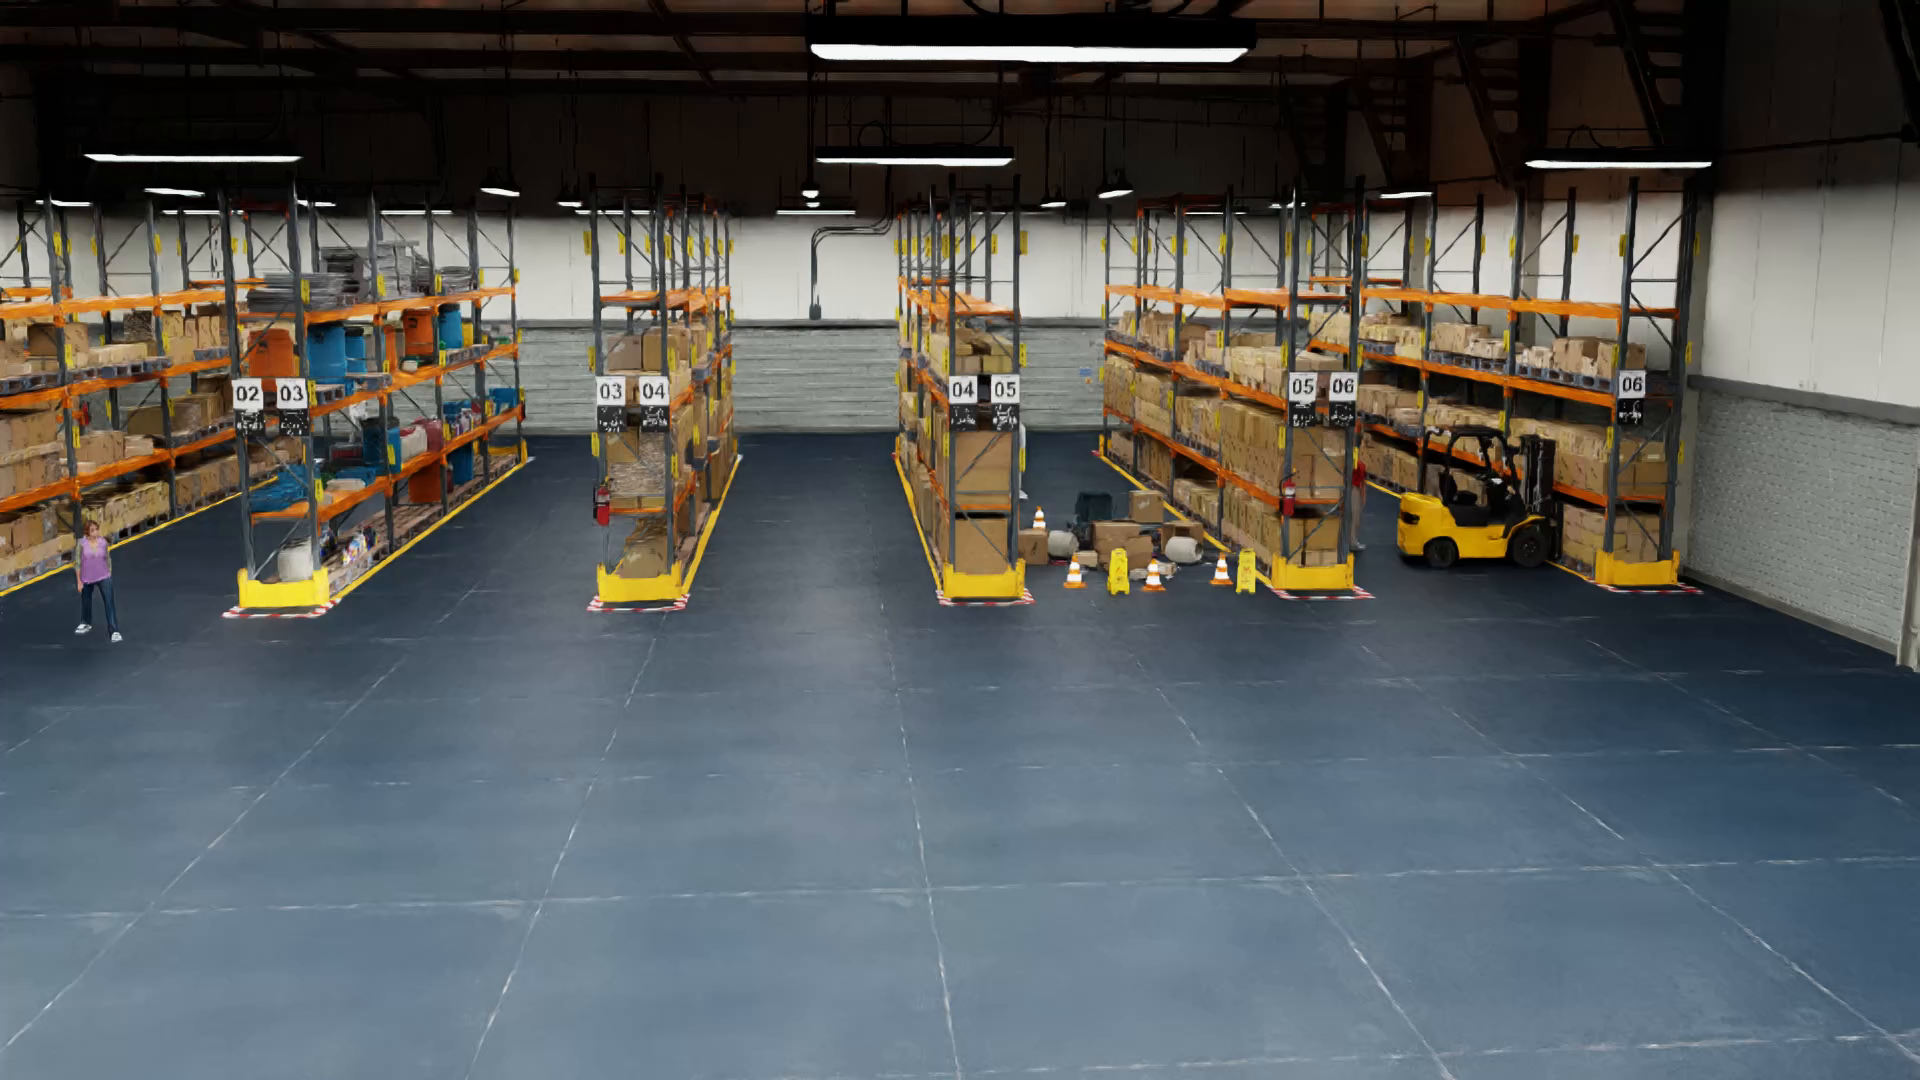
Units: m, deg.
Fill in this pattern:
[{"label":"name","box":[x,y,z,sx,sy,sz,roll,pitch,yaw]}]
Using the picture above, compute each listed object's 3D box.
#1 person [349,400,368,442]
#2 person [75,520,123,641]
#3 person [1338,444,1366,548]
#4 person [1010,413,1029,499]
[{"label":"person","box":[-14.846,-3.061,41.160,0.553,1.670,0.682,6,12,32]},{"label":"person","box":[-11.119,0.501,21.326,0.485,1.561,0.862,-6,12,-32]},{"label":"person","box":[6.599,-0.752,27.915,0.449,1.737,0.595,-7,12,-35]},{"label":"person","box":[1.150,-1.738,33.336,0.505,1.784,0.640,-7,12,-35]}]
